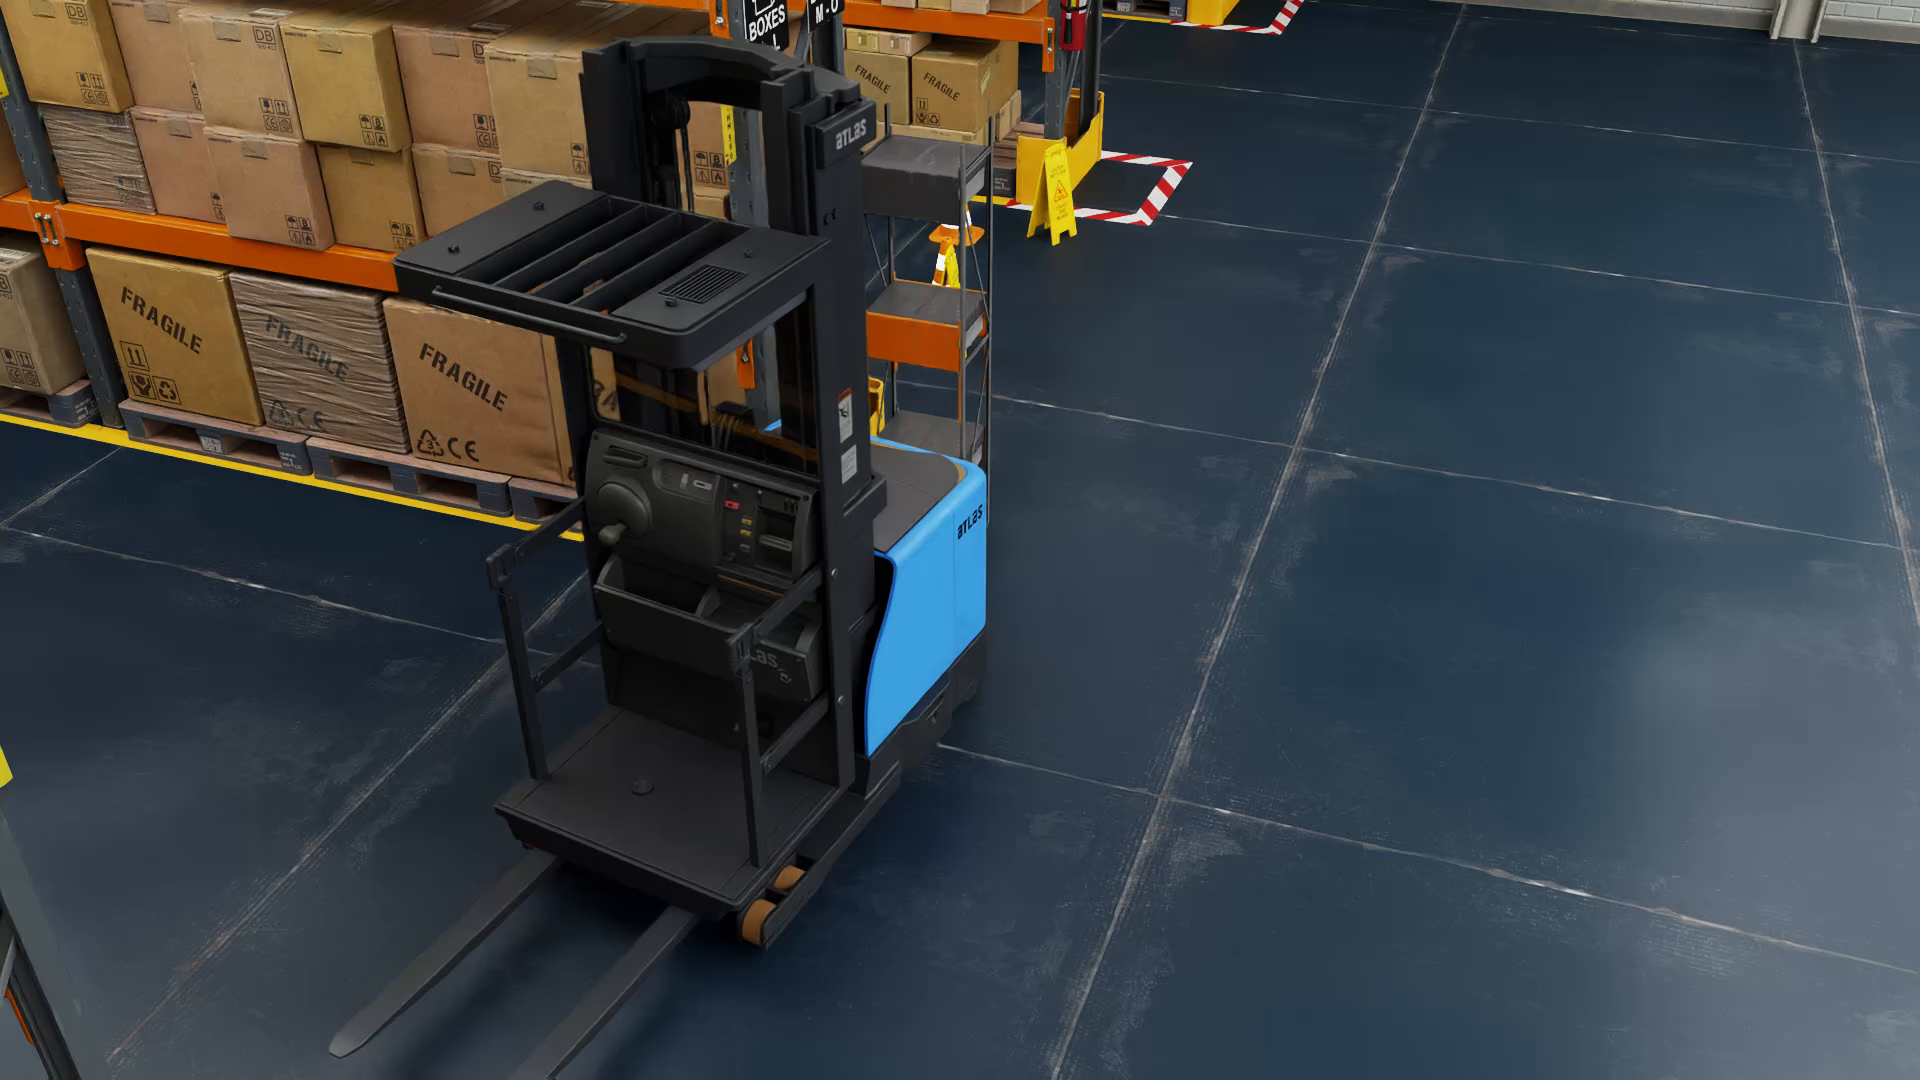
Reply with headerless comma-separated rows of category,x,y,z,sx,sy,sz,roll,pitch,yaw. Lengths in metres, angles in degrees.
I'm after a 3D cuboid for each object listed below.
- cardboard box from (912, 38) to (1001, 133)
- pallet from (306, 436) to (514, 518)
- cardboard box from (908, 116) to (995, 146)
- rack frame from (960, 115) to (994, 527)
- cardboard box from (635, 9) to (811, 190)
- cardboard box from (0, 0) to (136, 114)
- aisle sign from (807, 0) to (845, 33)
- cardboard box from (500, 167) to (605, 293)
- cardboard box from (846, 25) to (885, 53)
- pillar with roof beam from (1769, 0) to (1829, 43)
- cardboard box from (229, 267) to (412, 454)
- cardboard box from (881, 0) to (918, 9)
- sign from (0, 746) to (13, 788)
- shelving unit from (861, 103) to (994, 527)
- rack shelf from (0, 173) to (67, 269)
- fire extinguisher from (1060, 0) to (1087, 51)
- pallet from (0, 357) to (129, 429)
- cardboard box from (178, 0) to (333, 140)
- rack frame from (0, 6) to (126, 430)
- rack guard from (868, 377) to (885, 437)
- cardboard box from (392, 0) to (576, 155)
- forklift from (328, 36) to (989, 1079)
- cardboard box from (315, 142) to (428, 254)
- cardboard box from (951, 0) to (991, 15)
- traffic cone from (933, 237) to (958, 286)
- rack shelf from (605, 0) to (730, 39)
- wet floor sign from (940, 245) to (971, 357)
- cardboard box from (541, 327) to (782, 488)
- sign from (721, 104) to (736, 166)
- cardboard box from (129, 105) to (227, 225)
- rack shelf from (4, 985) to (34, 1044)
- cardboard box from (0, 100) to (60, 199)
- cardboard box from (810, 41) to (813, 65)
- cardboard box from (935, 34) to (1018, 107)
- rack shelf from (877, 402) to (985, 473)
cardboard box,-0.025,-3.297,12.047,0.500,0.500,0.500,11,35,17
pallet,-2.681,-0.560,8.923,1.213,0.211,1.003,11,34,16
cardboard box,-0.057,-2.983,12.253,0.500,0.250,0.500,11,34,16
rack frame,0.074,-0.868,7.658,0.015,2.100,0.400,11,34,16
cardboard box,-1.094,-2.005,7.457,0.550,0.550,0.875,11,34,16
cardboard box,-4.187,-2.565,8.323,0.550,0.550,0.875,11,34,16
aisle sign,-0.590,-2.633,7.167,0.004,0.787,0.394,11,34,16
cardboard box,-1.647,-1.598,7.822,0.550,0.550,0.875,11,34,16
cardboard box,-0.629,-3.650,11.996,0.250,0.149,0.380,12,35,17
pillar with roof beam,6.333,-6.294,9.702,0.400,9.000,9.100,11,34,16
cardboard box,-3.105,-1.103,8.765,0.875,0.875,0.875,11,35,17
cardboard box,-0.370,-3.880,11.726,0.250,0.149,0.380,12,35,17
sign,-2.343,0.472,3.955,0.005,0.325,0.100,11,34,16
shelving unit,-0.156,-0.912,7.727,0.503,2.100,0.431,11,34,16
rack shelf,-6.406,-2.197,9.550,4.000,0.370,1.077,11,34,16
fire extinguisher,0.769,-3.658,11.222,0.183,0.674,0.296,11,34,16
pallet,-5.275,-1.064,9.704,1.213,0.211,1.003,11,34,16
cardboard box,-3.169,-2.354,7.997,0.550,0.550,0.875,11,34,16
rack frame,-4.523,-2.133,8.788,0.127,3.000,1.000,11,34,16
rack guard,-0.735,-0.346,8.326,0.348,0.500,1.175,11,34,16
cardboard box,-2.124,-2.231,7.806,0.550,0.550,0.875,11,34,16
forklift,-1.015,-0.050,5.625,1.130,2.935,3.031,16,36,23
cardboard box,-2.645,-1.841,8.197,0.500,0.550,0.875,11,34,16
cardboard box,0.117,-3.790,11.587,0.250,0.149,0.380,11,34,16
traffic cone,-0.077,-1.672,10.413,0.334,0.463,0.336,11,34,16
rack shelf,-2.640,-2.725,7.603,4.000,0.370,1.077,11,34,16
wet floor sign,-0.062,-1.418,9.851,0.232,0.644,0.267,5,33,8
cardboard box,-1.418,-0.775,8.257,0.875,0.875,0.875,11,35,17
sign,-0.954,-1.712,6.851,0.005,0.325,0.100,11,34,16
cardboard box,-3.646,-2.045,8.514,0.550,0.550,0.875,11,34,16
rack shelf,-4.409,1.049,4.522,4.000,0.370,1.077,11,34,16
cardboard box,-5.105,-2.134,8.698,0.500,0.500,0.500,11,34,16
cardboard box,-0.990,-3.486,12.341,0.500,0.500,0.500,10,34,15
cardboard box,0.129,-3.576,12.480,0.500,0.500,0.500,10,34,15
rack shelf,-0.156,-0.313,8.114,0.480,0.518,0.431,11,34,16
